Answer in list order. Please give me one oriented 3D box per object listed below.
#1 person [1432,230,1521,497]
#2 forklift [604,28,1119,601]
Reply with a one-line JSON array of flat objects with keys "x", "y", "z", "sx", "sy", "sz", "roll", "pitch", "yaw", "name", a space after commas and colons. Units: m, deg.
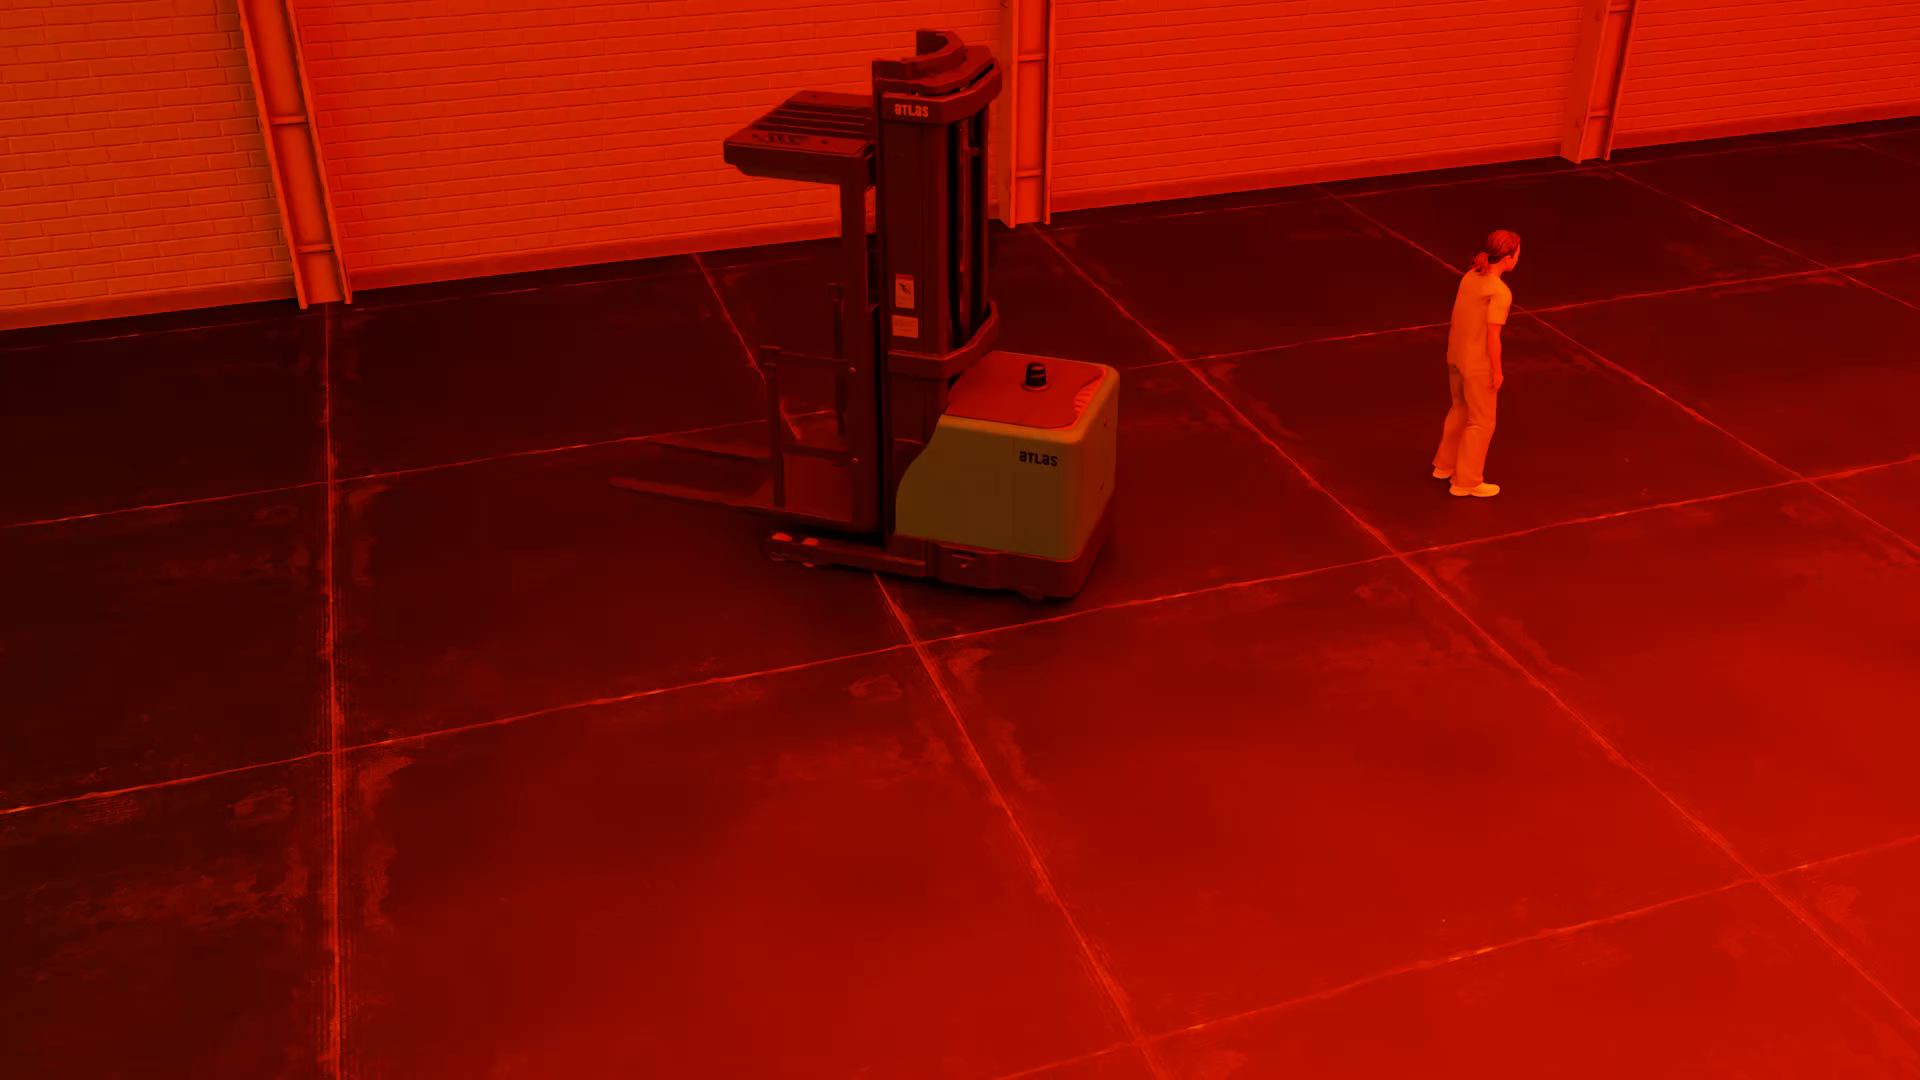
[{"x": 3.194, "y": -1.097, "z": 10.258, "sx": 0.362, "sy": 1.672, "sz": 0.490, "roll": -7, "pitch": 31, "yaw": -12, "name": "person"}, {"x": -0.640, "y": -1.350, "z": 9.434, "sx": 3.031, "sy": 2.935, "sz": 1.130, "roll": 9, "pitch": 31, "yaw": 16, "name": "forklift"}]
